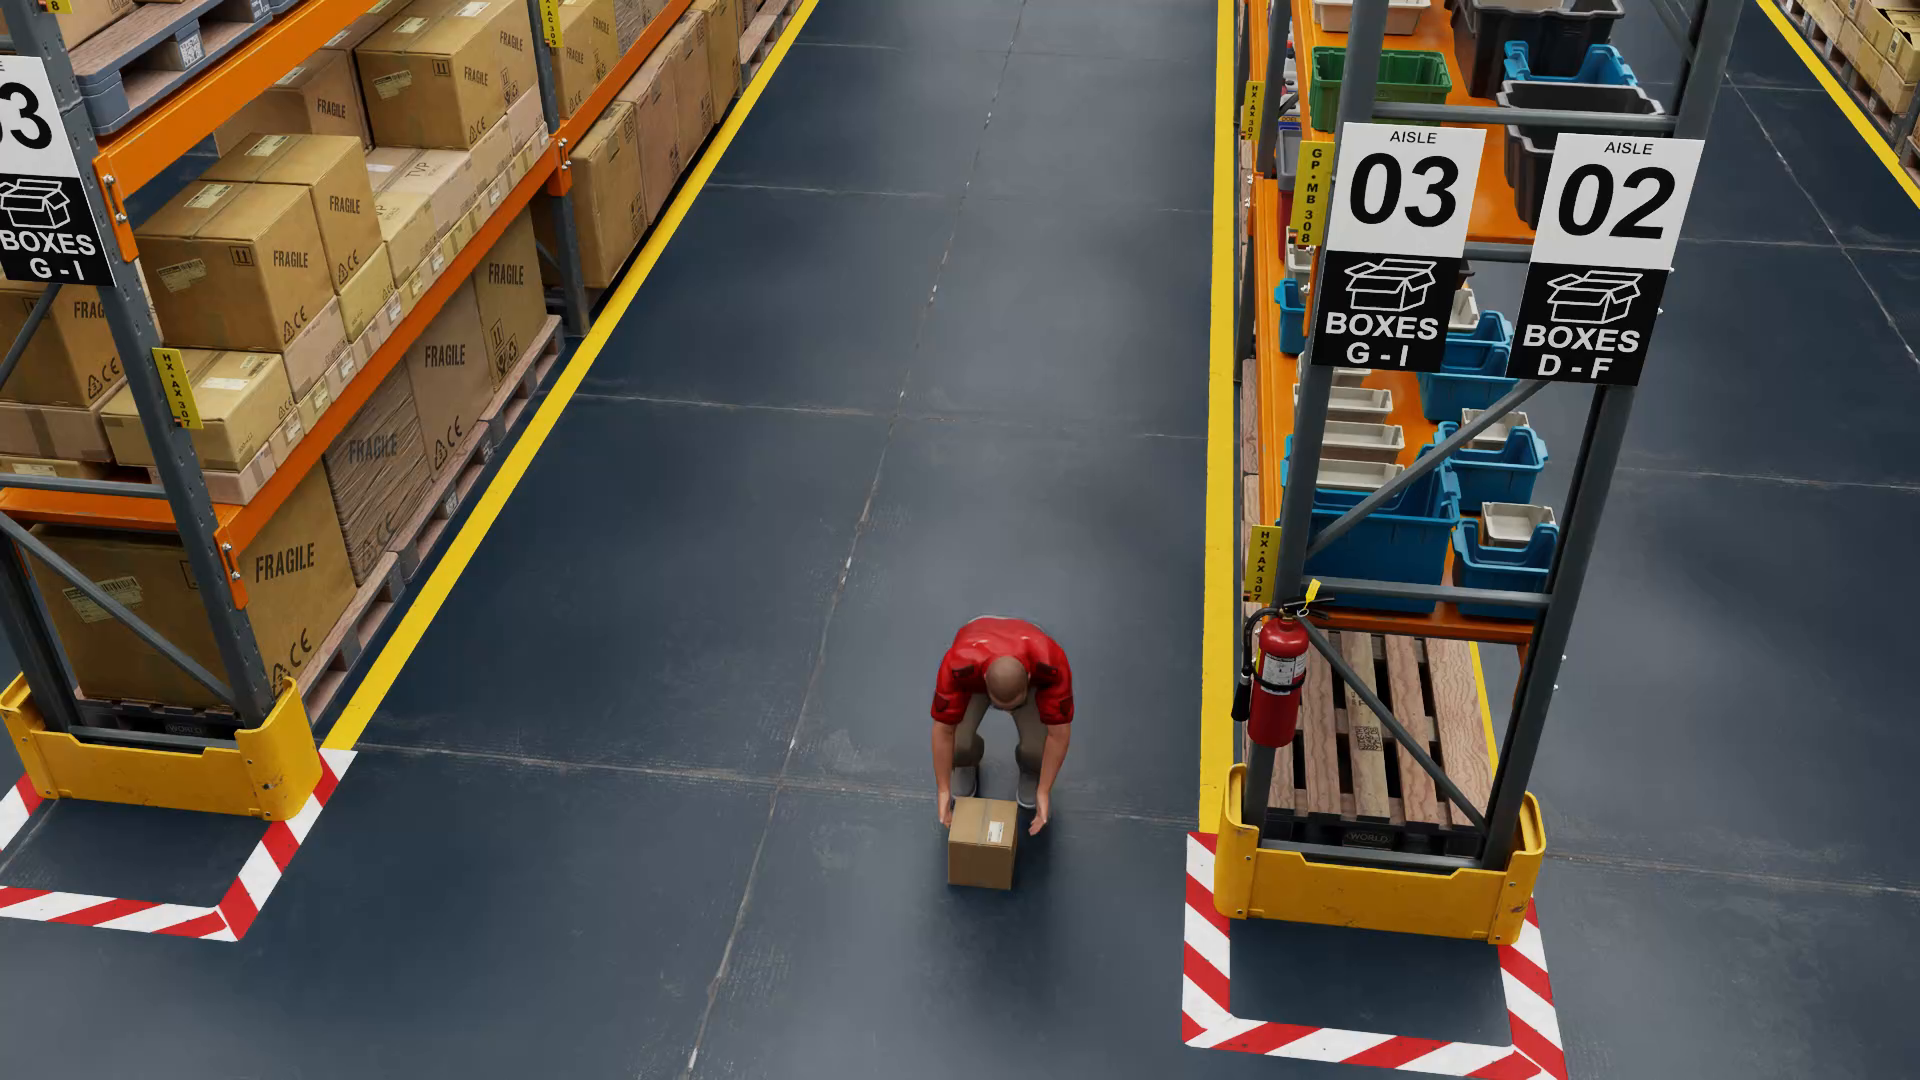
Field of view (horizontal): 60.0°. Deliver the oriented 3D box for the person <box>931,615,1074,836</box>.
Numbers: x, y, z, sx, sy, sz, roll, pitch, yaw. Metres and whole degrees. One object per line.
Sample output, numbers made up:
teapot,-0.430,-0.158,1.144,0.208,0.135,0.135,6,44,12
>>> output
person,0.178,0.679,6.715,0.563,1.031,0.857,4,36,6
